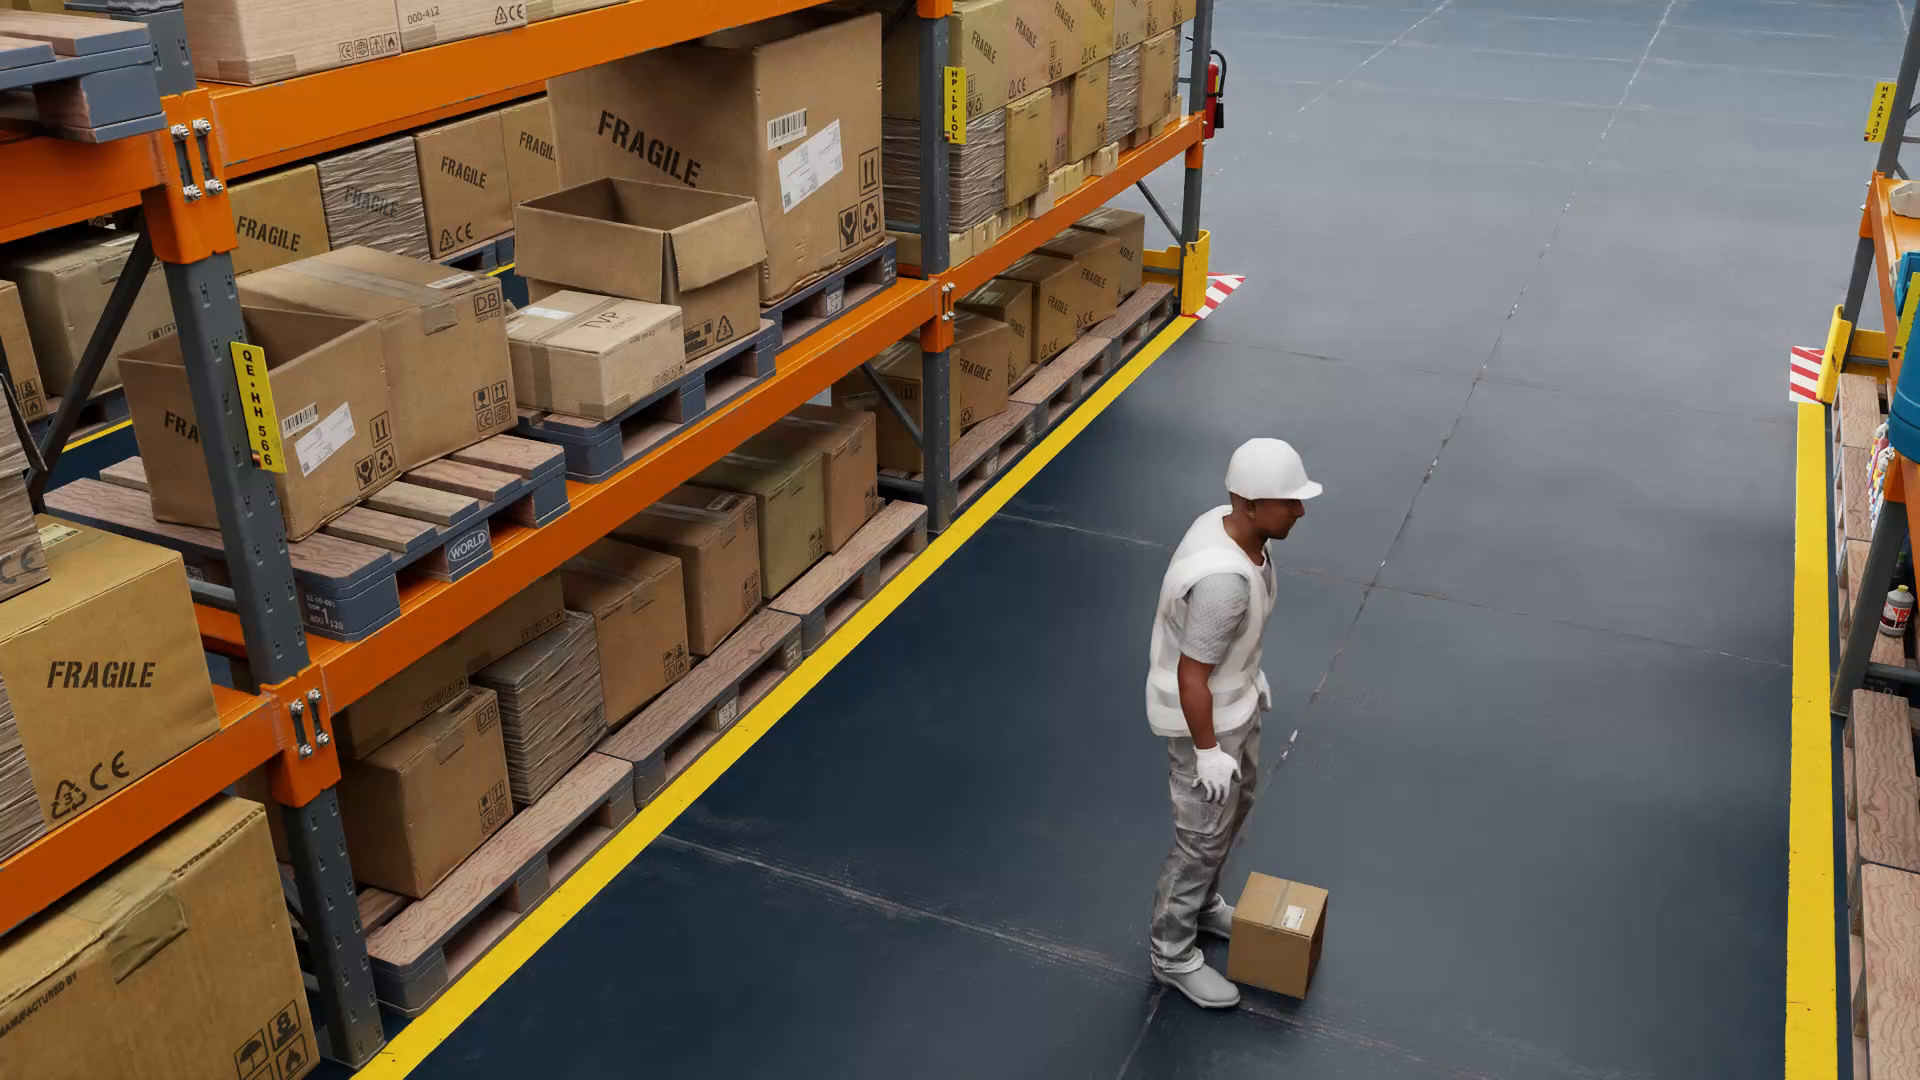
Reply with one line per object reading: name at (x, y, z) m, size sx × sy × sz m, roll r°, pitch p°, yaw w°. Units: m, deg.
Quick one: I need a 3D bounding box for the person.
person at (0.795, 0.523, 5.021) m, size 0.443 × 1.775 × 0.631 m, roll 10°, pitch 28°, yaw 20°
